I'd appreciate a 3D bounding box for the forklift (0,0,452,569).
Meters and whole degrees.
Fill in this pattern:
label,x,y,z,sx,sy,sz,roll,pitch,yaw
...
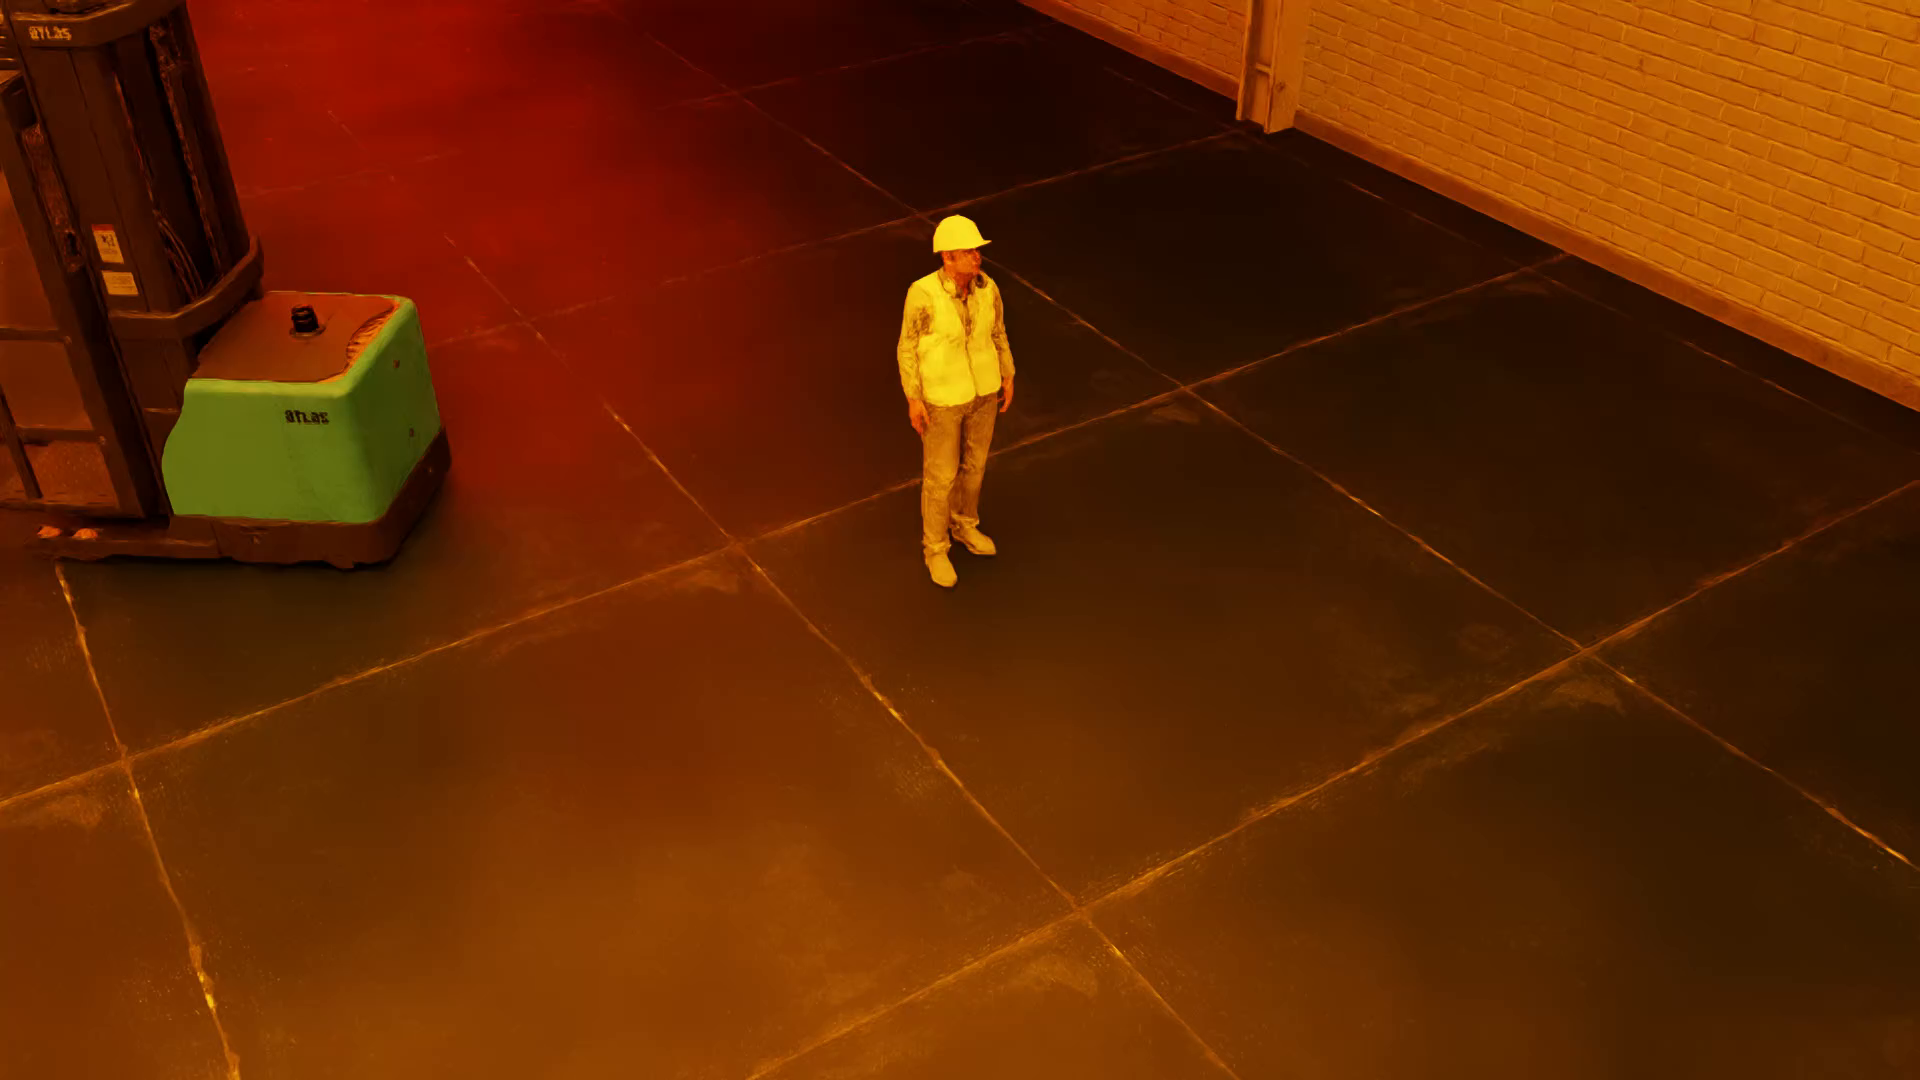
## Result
label,x,y,z,sx,sy,sz,roll,pitch,yaw
forklift,-4.351,-1.390,8.126,3.031,2.935,1.130,3,35,4

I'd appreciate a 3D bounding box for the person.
label,x,y,z,sx,sy,sz,roll,pitch,yaw
person,0.027,-0.699,8.137,0.632,1.773,0.567,-21,40,-27
